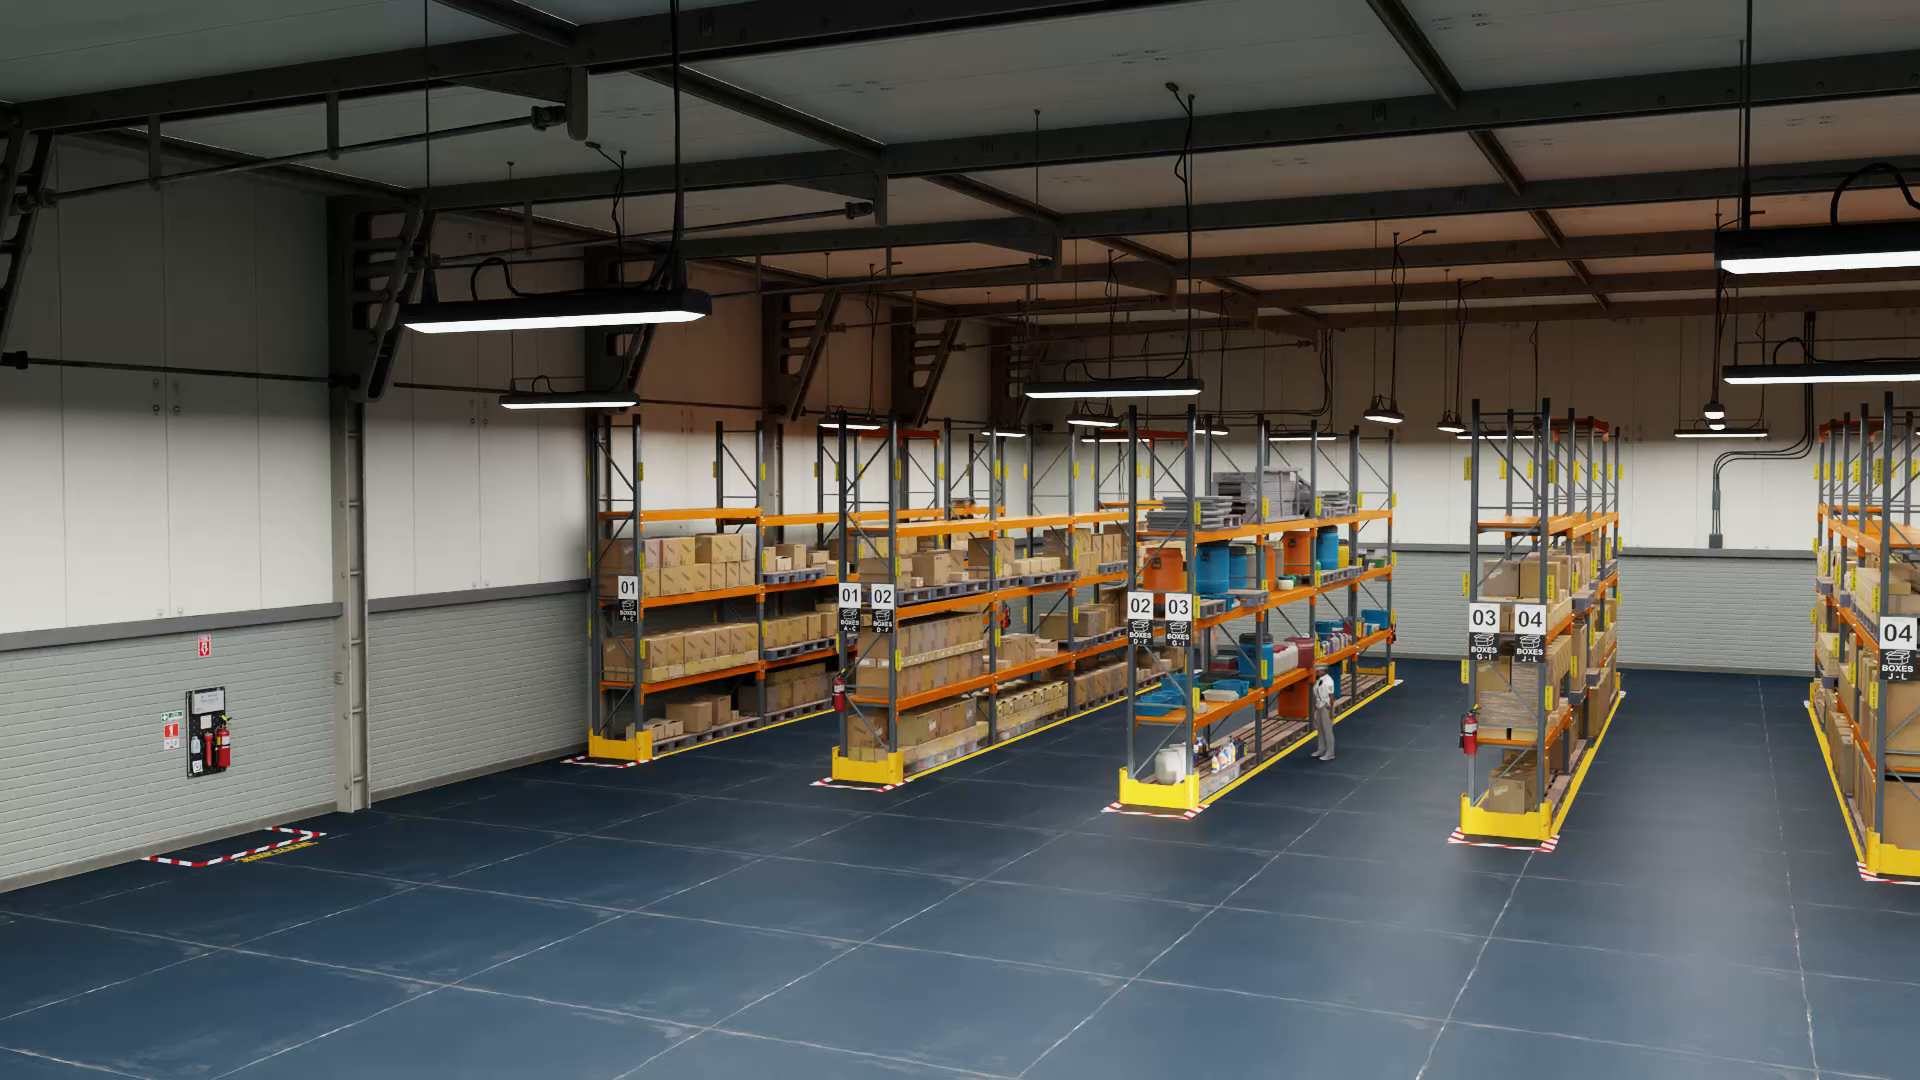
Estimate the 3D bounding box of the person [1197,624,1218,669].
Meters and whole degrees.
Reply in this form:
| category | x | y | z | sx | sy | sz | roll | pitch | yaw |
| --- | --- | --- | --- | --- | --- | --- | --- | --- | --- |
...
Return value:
| category | x | y | z | sx | sy | sz | roll | pitch | yaw |
| --- | --- | --- | --- | --- | --- | --- | --- | --- | --- |
| person | 6.279 | 2.412 | 42.122 | 0.609 | 1.734 | 0.424 | 1 | 3 | 29 |

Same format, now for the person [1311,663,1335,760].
| category | x | y | z | sx | sy | sz | roll | pitch | yaw |
| --- | --- | --- | --- | --- | --- | --- | --- | --- | --- |
| person | 6.358 | 2.984 | 29.029 | 0.374 | 1.647 | 0.550 | 0 | 2 | -6 |
